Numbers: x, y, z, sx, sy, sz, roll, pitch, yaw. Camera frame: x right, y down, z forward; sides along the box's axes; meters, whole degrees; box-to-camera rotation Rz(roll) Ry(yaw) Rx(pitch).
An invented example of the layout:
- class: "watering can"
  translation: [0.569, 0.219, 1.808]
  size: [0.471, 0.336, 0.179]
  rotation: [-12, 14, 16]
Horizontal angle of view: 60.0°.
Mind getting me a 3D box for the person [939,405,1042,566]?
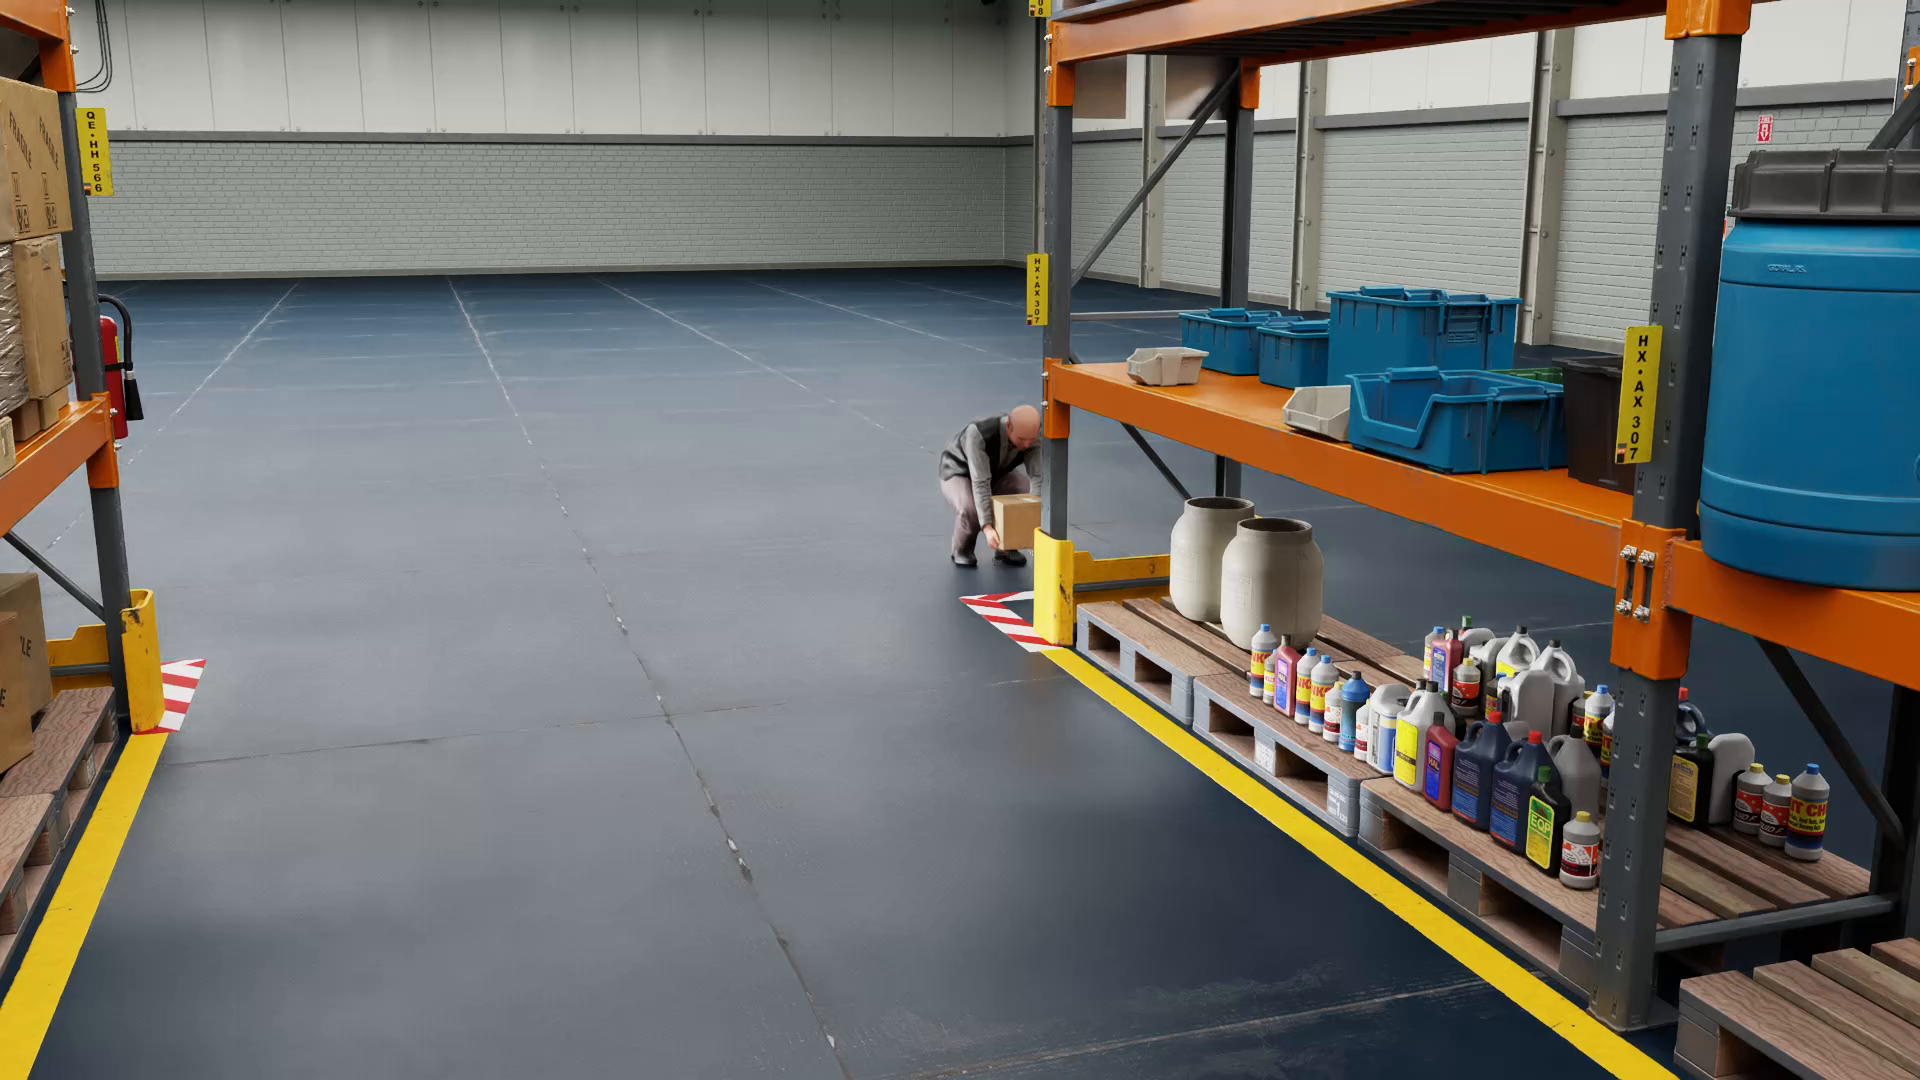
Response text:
- class: "person"
  translation: [0.208, -0.315, 9.283]
  size: [0.508, 0.961, 0.898]
  rotation: [-4, 13, -19]
